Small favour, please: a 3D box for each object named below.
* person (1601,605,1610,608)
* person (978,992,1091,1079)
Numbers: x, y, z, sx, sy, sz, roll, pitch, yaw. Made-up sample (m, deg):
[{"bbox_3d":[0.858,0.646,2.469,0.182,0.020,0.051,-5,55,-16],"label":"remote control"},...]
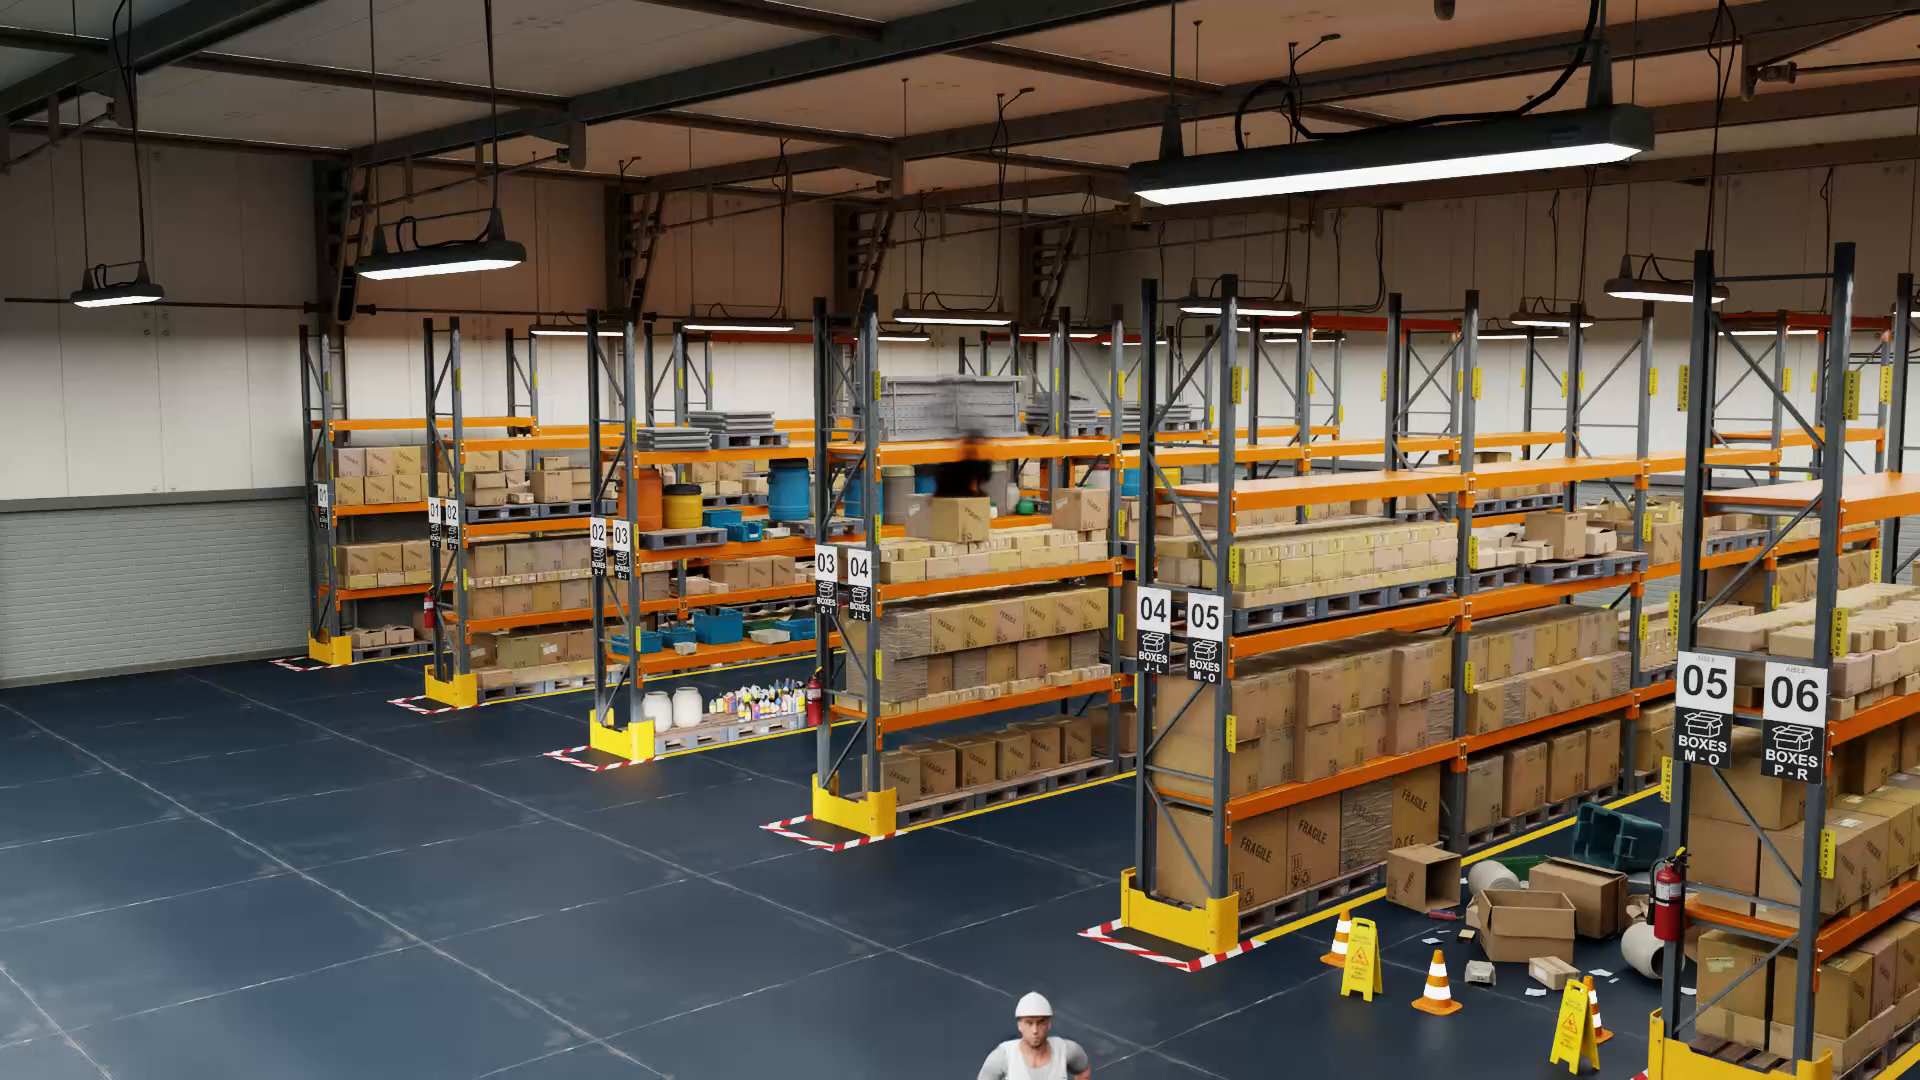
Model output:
[{"bbox_3d":[9.537,1.834,24.641,0.839,1.737,0.711,-5,8,-40],"label":"person"},{"bbox_3d":[0.404,3.341,9.074,0.656,1.786,0.987,0,6,-1],"label":"person"}]
